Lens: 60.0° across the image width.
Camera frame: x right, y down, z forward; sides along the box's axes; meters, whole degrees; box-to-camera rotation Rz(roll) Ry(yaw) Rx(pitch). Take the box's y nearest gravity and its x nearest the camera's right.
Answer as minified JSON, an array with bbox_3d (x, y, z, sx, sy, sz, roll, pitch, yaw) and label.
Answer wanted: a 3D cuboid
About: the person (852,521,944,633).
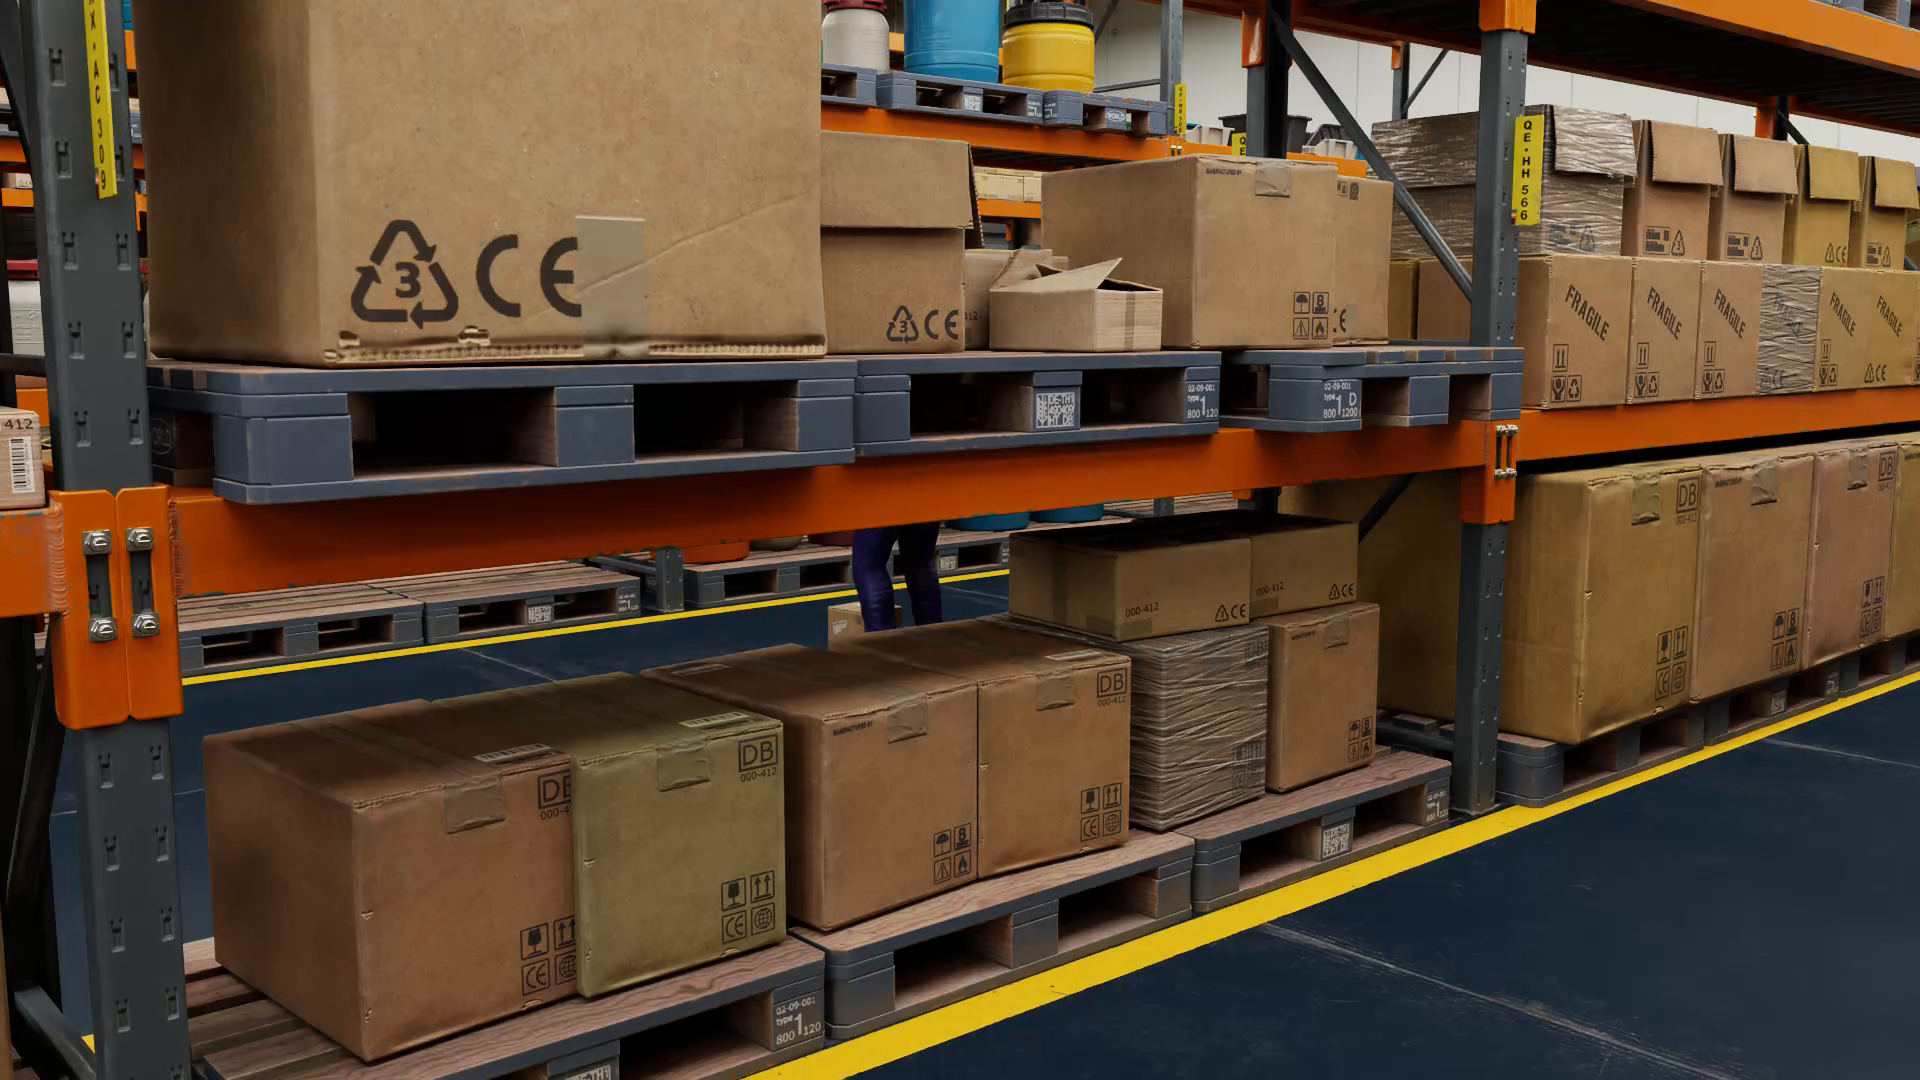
[{"bbox_3d":[-0.289,-0.233,7.585,0.564,1.652,0.374,-7,10,-44],"label":"person"}]
